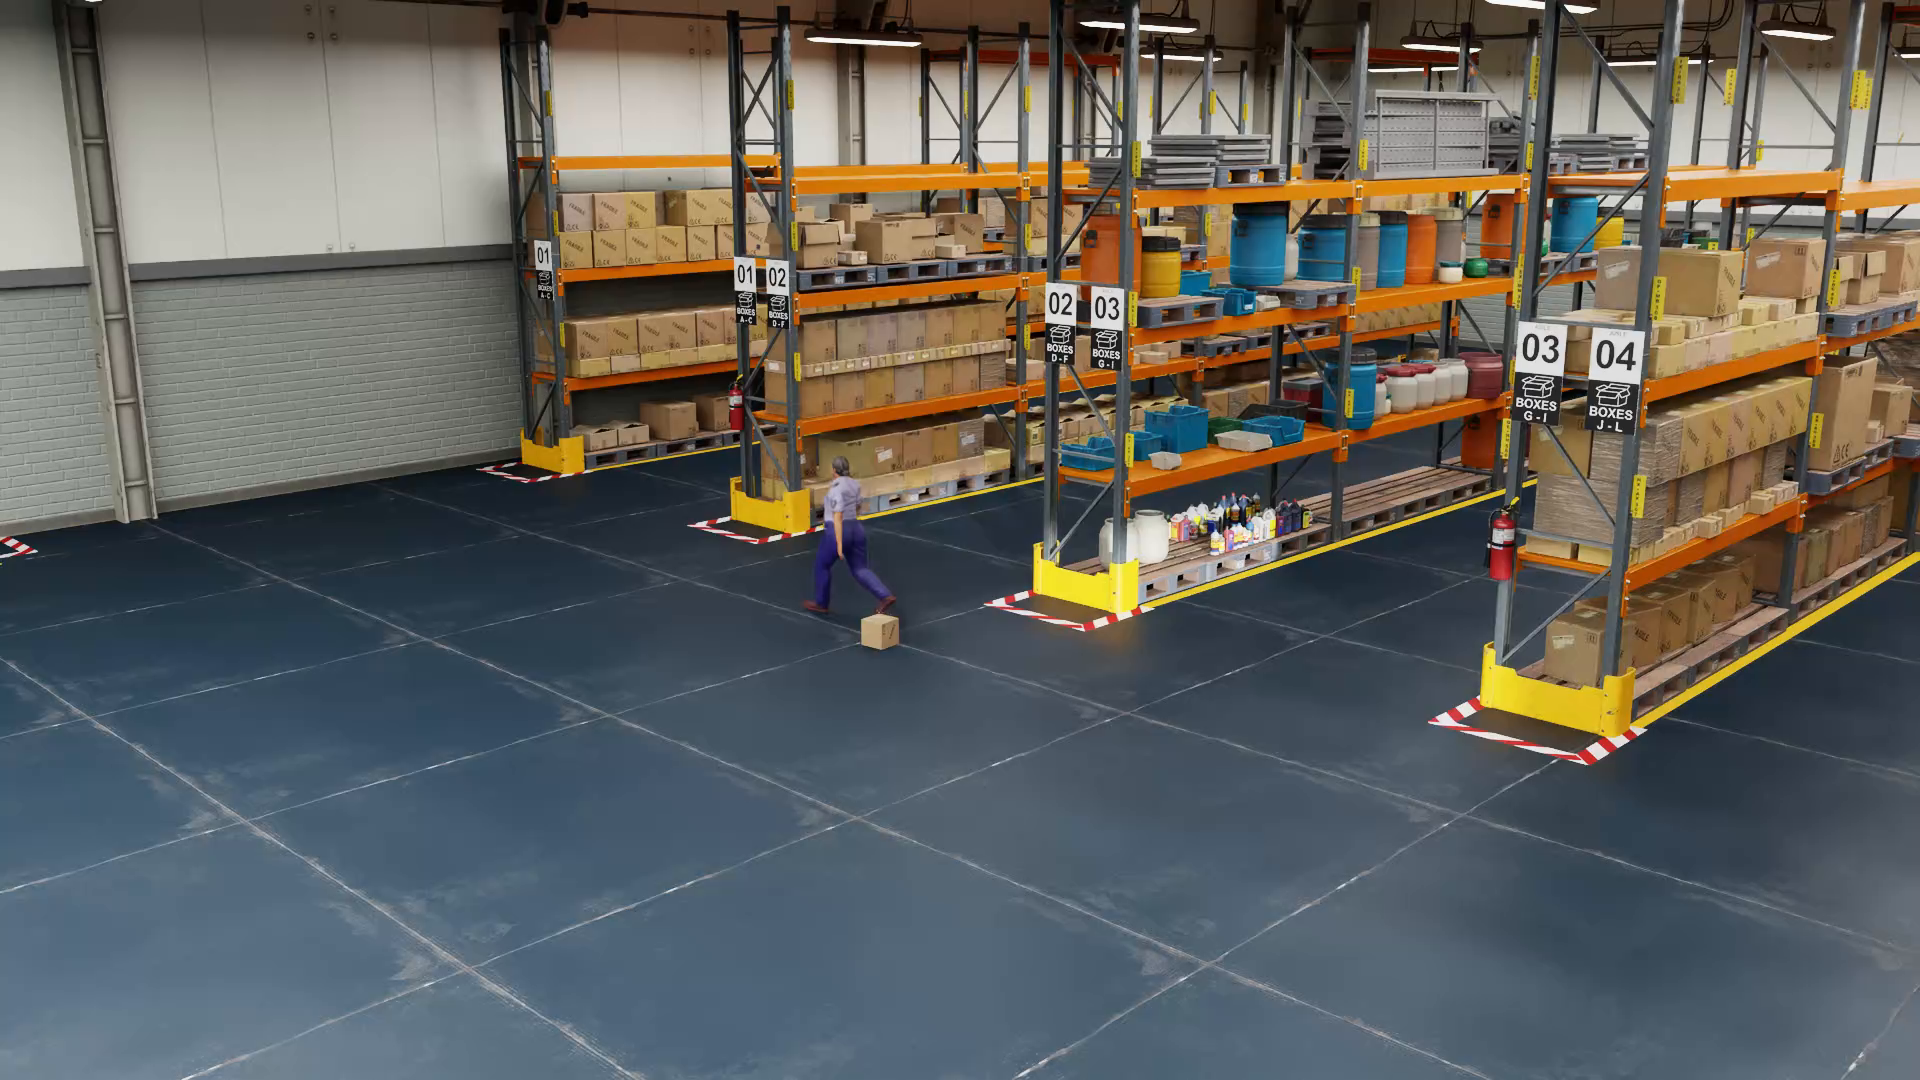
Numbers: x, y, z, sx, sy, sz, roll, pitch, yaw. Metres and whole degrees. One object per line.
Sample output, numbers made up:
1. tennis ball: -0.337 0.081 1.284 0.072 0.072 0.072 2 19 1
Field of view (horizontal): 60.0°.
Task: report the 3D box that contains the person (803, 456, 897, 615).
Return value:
1. person: -1.092 -0.031 16.234 1.015 1.573 0.516 11 18 38
